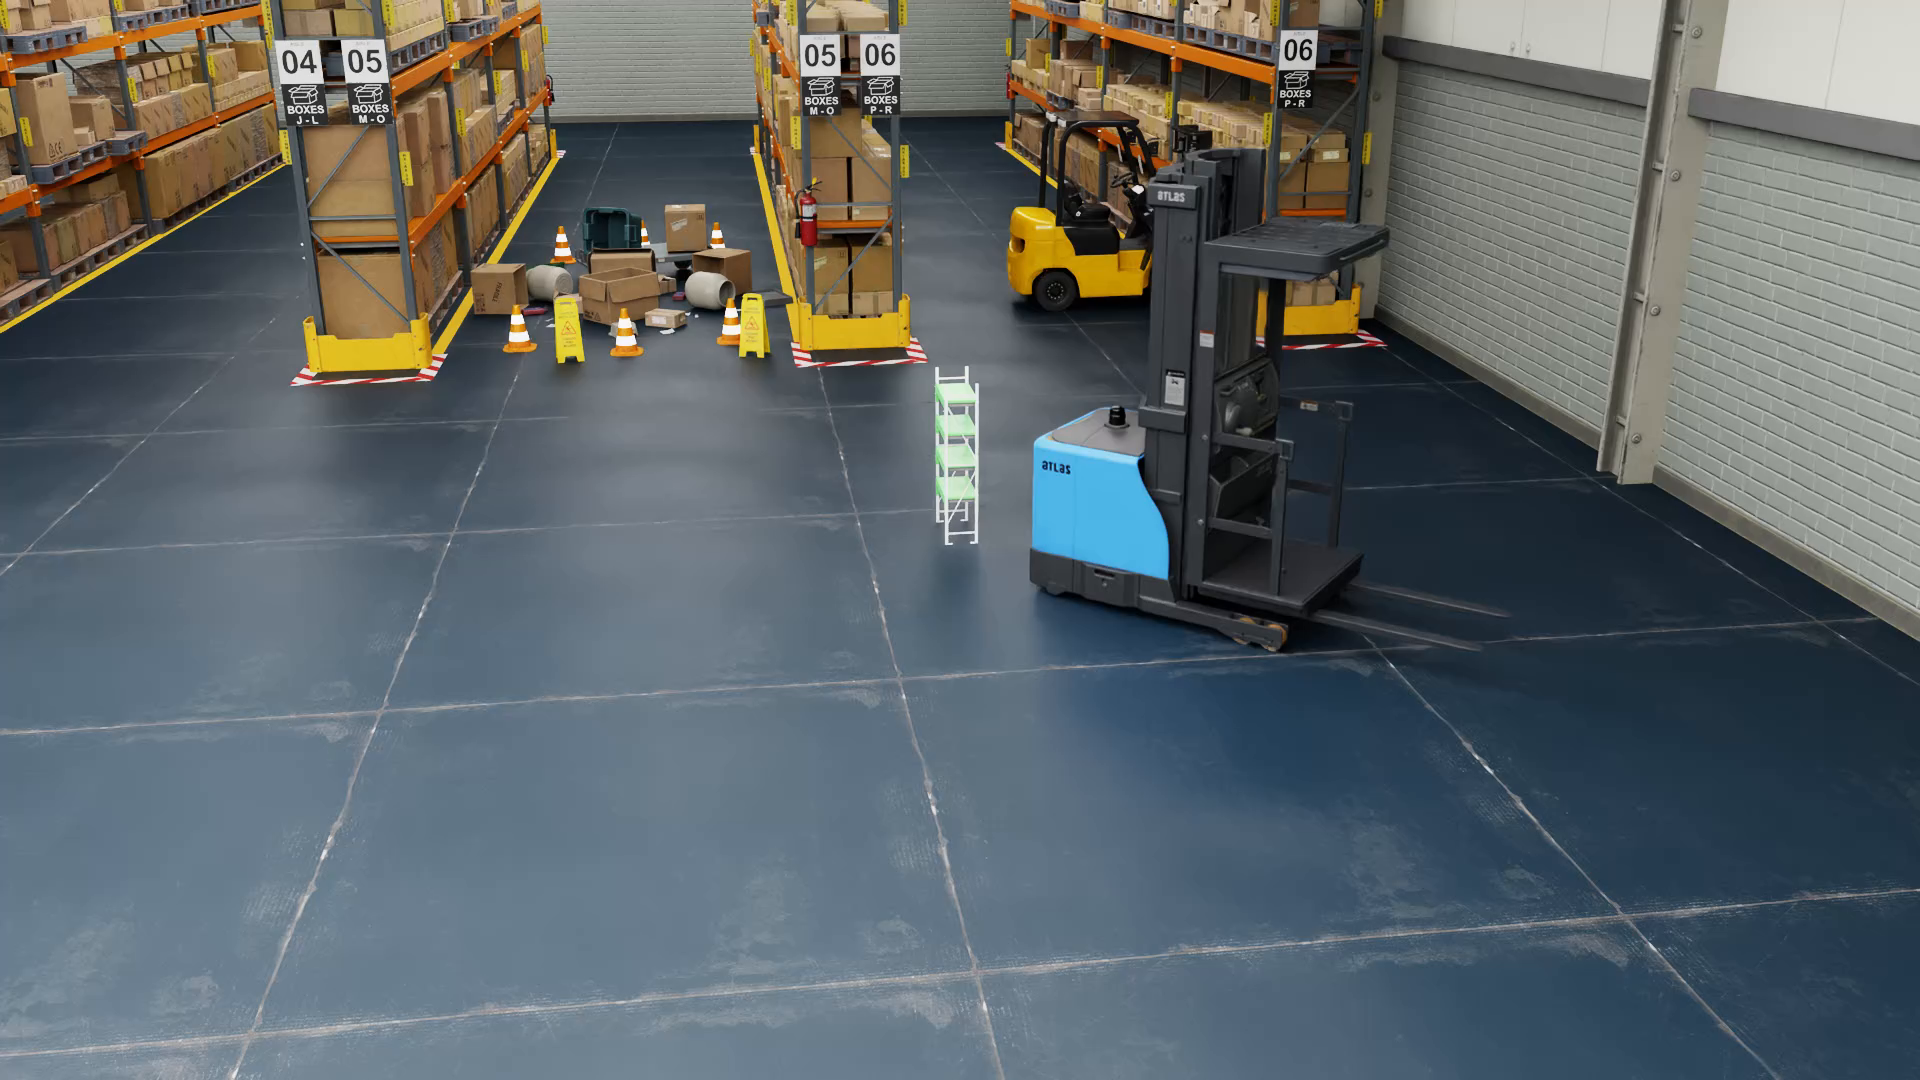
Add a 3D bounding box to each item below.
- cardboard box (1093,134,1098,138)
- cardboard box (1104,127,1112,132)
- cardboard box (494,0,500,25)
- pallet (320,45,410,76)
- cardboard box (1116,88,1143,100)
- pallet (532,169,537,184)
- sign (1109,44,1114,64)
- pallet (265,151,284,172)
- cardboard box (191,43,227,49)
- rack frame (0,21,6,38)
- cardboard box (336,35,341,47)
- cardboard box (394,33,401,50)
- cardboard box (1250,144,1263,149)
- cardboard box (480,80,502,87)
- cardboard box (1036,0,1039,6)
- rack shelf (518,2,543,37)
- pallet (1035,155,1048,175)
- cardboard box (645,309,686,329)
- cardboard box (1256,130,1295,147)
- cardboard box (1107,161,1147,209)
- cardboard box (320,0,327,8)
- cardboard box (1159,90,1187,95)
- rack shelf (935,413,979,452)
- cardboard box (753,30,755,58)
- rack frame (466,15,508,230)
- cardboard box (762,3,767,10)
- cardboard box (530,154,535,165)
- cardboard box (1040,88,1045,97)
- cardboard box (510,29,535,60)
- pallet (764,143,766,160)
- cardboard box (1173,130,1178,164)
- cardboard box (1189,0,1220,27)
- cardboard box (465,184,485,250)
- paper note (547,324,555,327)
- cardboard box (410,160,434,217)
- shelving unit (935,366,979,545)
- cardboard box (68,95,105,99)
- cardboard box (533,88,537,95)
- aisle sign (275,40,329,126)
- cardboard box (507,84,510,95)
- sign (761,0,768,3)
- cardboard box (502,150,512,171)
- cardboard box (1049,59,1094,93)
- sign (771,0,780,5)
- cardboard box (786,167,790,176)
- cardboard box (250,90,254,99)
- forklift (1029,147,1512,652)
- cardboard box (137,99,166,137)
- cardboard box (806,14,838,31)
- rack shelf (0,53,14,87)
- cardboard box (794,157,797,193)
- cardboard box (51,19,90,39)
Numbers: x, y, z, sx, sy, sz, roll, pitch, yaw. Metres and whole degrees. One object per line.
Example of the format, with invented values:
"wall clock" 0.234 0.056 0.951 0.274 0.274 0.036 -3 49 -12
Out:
"cardboard box" 2.490 -6.918 28.497 0.380 0.149 0.250 -3 21 -7
"cardboard box" 2.464 -6.255 24.890 0.500 0.250 0.500 -3 21 -8
"cardboard box" -7.052 -7.791 24.358 0.500 0.500 0.500 -3 21 -8
"pallet" -6.118 -4.805 16.634 1.003 0.211 1.213 -3 21 -8
"cardboard box" 2.498 -6.537 24.360 0.380 0.149 0.250 -2 21 -6
"pallet" -7.862 -6.264 28.686 1.003 0.211 1.213 -3 21 -8
"sign" 2.614 -8.448 28.892 0.100 0.325 0.005 -3 21 -8
"pallet" -13.037 -6.930 30.470 1.003 0.211 1.213 -3 21 -8
"cardboard box" -13.355 -8.577 29.611 0.500 0.500 0.500 -3 21 -9
"rack frame" -11.500 -7.165 18.539 1.000 3.000 0.127 -3 21 -8
"cardboard box" -6.493 -5.078 16.853 0.380 0.149 0.250 -3 21 -7
"cardboard box" -5.770 -4.939 16.482 0.380 0.149 0.250 -3 21 -7
"cardboard box" 3.401 -4.265 18.278 0.380 0.149 0.250 -3 21 -7
"cardboard box" -7.219 -6.937 25.412 0.380 0.149 0.250 -2 21 -6
"cardboard box" 1.576 -9.718 30.019 0.380 0.149 0.250 -3 21 -7
"rack shelf" -8.018 -9.100 29.036 1.077 0.370 4.000 -3 21 -8
"pallet" 1.967 -6.807 30.141 1.003 0.211 1.213 -3 21 -8
"cardboard box" -3.304 -2.486 18.659 0.380 0.149 0.250 8 22 20
"cardboard box" 3.468 -4.409 18.237 0.380 0.149 0.250 -3 21 -8
"cardboard box" 2.718 -5.359 25.071 0.875 0.625 0.625 -2 21 -6
"cardboard box" -6.419 -5.276 16.243 0.380 0.149 0.250 -3 21 -7
"cardboard box" 3.079 -6.386 23.957 0.380 0.149 0.250 -3 21 -8
"rack shelf" -0.024 -0.784 12.098 0.258 0.148 0.480 -3 21 -8
"cardboard box" -3.636 -9.344 31.375 0.500 0.500 0.500 -3 21 -9
"rack frame" -7.154 -5.955 23.873 1.000 3.000 0.127 -3 21 -8
"cardboard box" -2.600 -8.221 24.911 0.700 0.500 0.500 -4 21 -10
"cardboard box" -7.466 -6.482 28.333 0.380 0.149 0.250 -2 21 -5
"cardboard box" 1.649 -8.034 29.798 0.380 0.149 0.250 -2 21 -6
"cardboard box" -7.758 -8.695 29.213 0.500 0.500 0.500 -4 21 -10
"pallet" -3.230 -7.430 31.808 1.003 0.211 1.213 -3 21 -8
"cardboard box" 3.024 -4.986 21.136 0.500 0.500 0.500 -3 21 -9
"cardboard box" 3.097 -6.413 20.196 0.500 0.311 0.500 -2 21 -7
"cardboard box" -6.891 -4.257 21.943 1.050 0.750 0.750 -3 21 -8
"paper note" -4.540 -2.407 18.621 0.144 0.017 0.142 4 21 11
"cardboard box" -6.156 -3.771 17.811 0.875 0.550 0.550 -3 21 -8
"shelving unit" -0.024 -0.619 12.160 0.258 1.200 0.503 -3 21 -8
"cardboard box" -11.959 -5.798 22.710 0.500 0.500 0.500 -6 21 -14
"cardboard box" -7.862 -8.154 30.121 0.380 0.149 0.250 -4 21 -10
"aisle sign" -6.287 -4.363 15.896 0.394 0.787 0.004 -3 21 -8
"cardboard box" -7.362 -7.159 26.430 0.380 0.149 0.250 -4 21 -10
"sign" -2.820 -7.899 23.938 0.100 0.325 0.005 -3 21 -8
"cardboard box" -7.087 -5.758 25.247 0.500 0.250 0.500 -3 21 -8
"cardboard box" 1.913 -7.941 28.447 0.700 0.500 0.500 -2 21 -6
"sign" -2.242 -6.657 20.164 0.100 0.325 0.005 -3 21 -8
"cardboard box" -1.965 -4.612 20.635 0.380 0.149 0.250 -3 21 -8
"cardboard box" -12.666 -7.842 29.284 0.380 0.149 0.250 -3 21 -8
"forklift" 1.986 -0.893 10.418 3.031 2.935 1.130 13 24 30
"cardboard box" -11.954 -6.147 24.244 0.500 0.500 0.500 -3 21 -9
"cardboard box" -1.457 -5.324 17.116 0.380 0.149 0.250 -3 21 -7
"rack shelf" -11.211 -4.730 17.336 1.077 0.370 4.000 -3 21 -8
"cardboard box" -1.535 -4.003 18.080 0.500 0.500 0.500 -3 21 -8
"cardboard box" -11.610 -6.577 21.466 0.500 0.250 0.500 -2 21 -6
